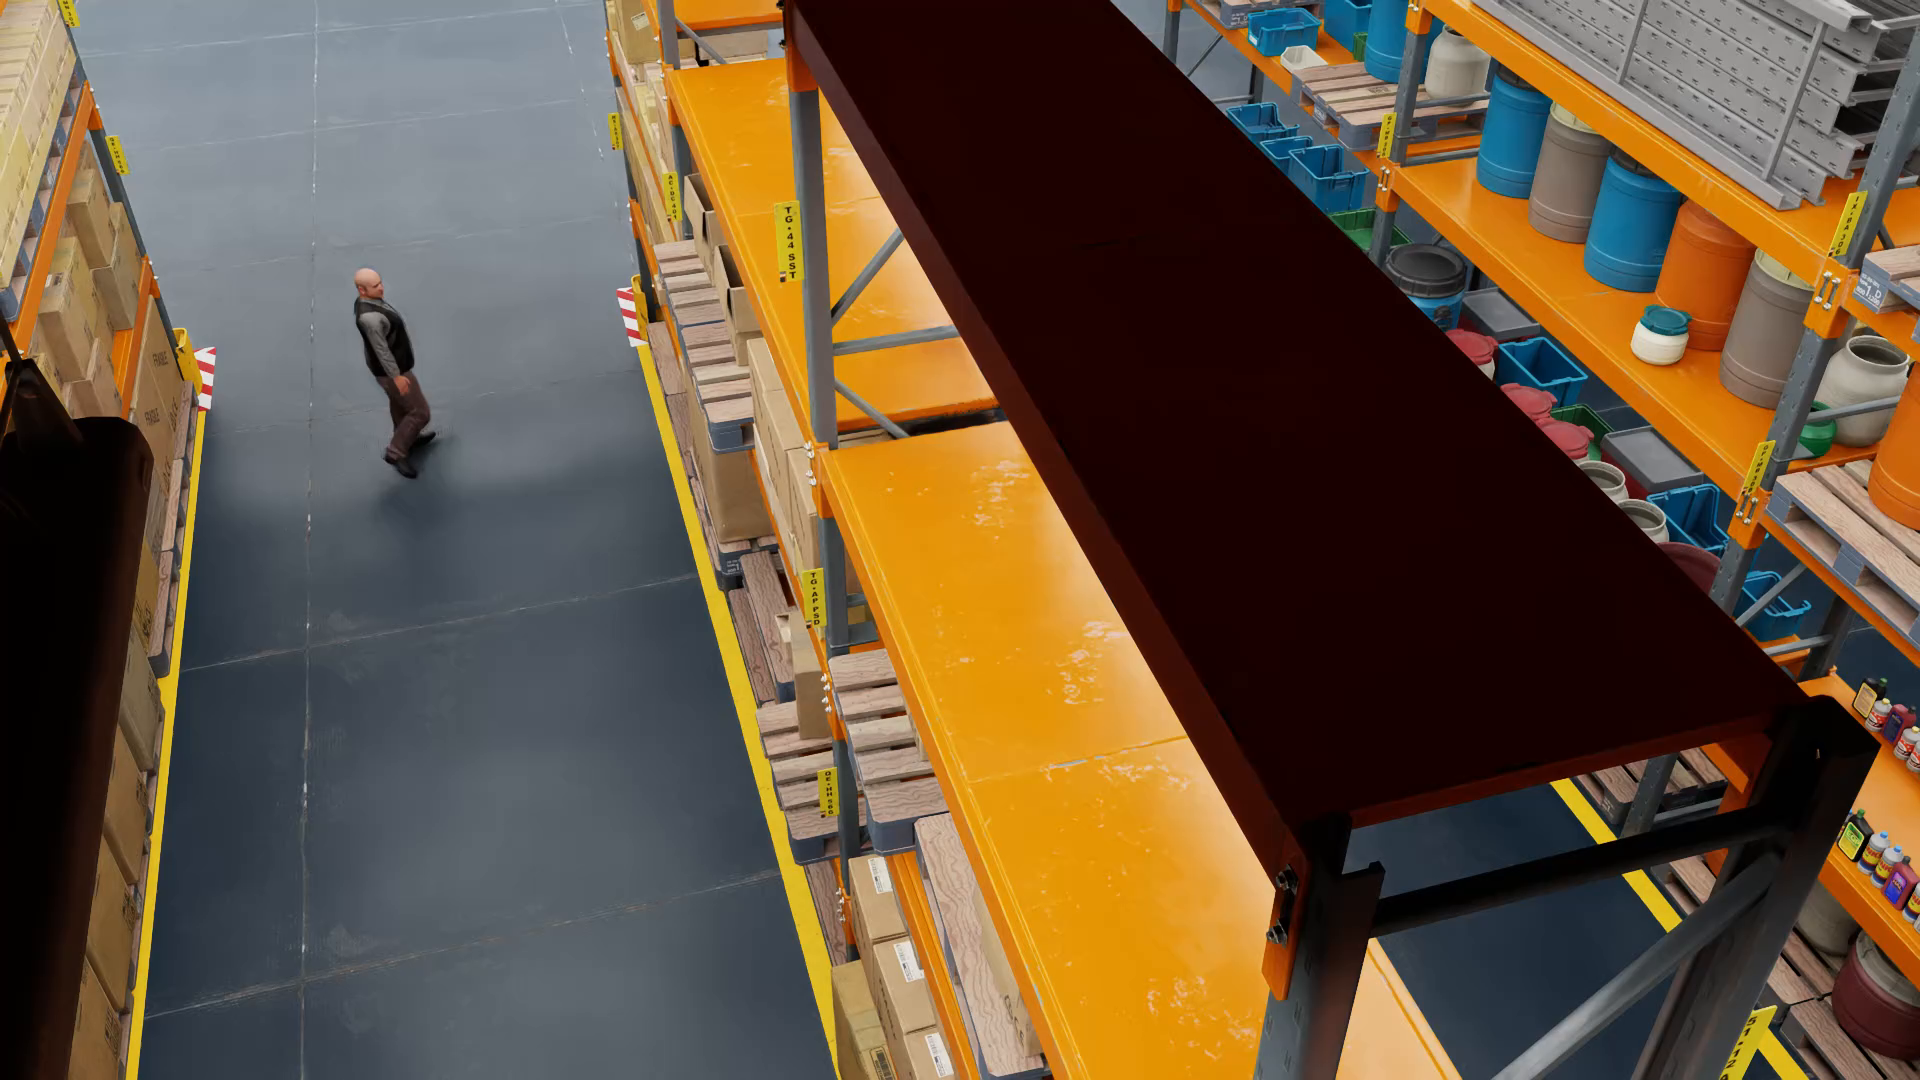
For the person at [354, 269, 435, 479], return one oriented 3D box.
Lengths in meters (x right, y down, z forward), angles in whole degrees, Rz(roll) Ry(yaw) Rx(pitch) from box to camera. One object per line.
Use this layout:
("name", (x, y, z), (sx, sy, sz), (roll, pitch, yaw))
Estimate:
("person", (-4.479, -1.321, 13.176), (0.449, 1.625, 0.625), (-19, 42, -22))
